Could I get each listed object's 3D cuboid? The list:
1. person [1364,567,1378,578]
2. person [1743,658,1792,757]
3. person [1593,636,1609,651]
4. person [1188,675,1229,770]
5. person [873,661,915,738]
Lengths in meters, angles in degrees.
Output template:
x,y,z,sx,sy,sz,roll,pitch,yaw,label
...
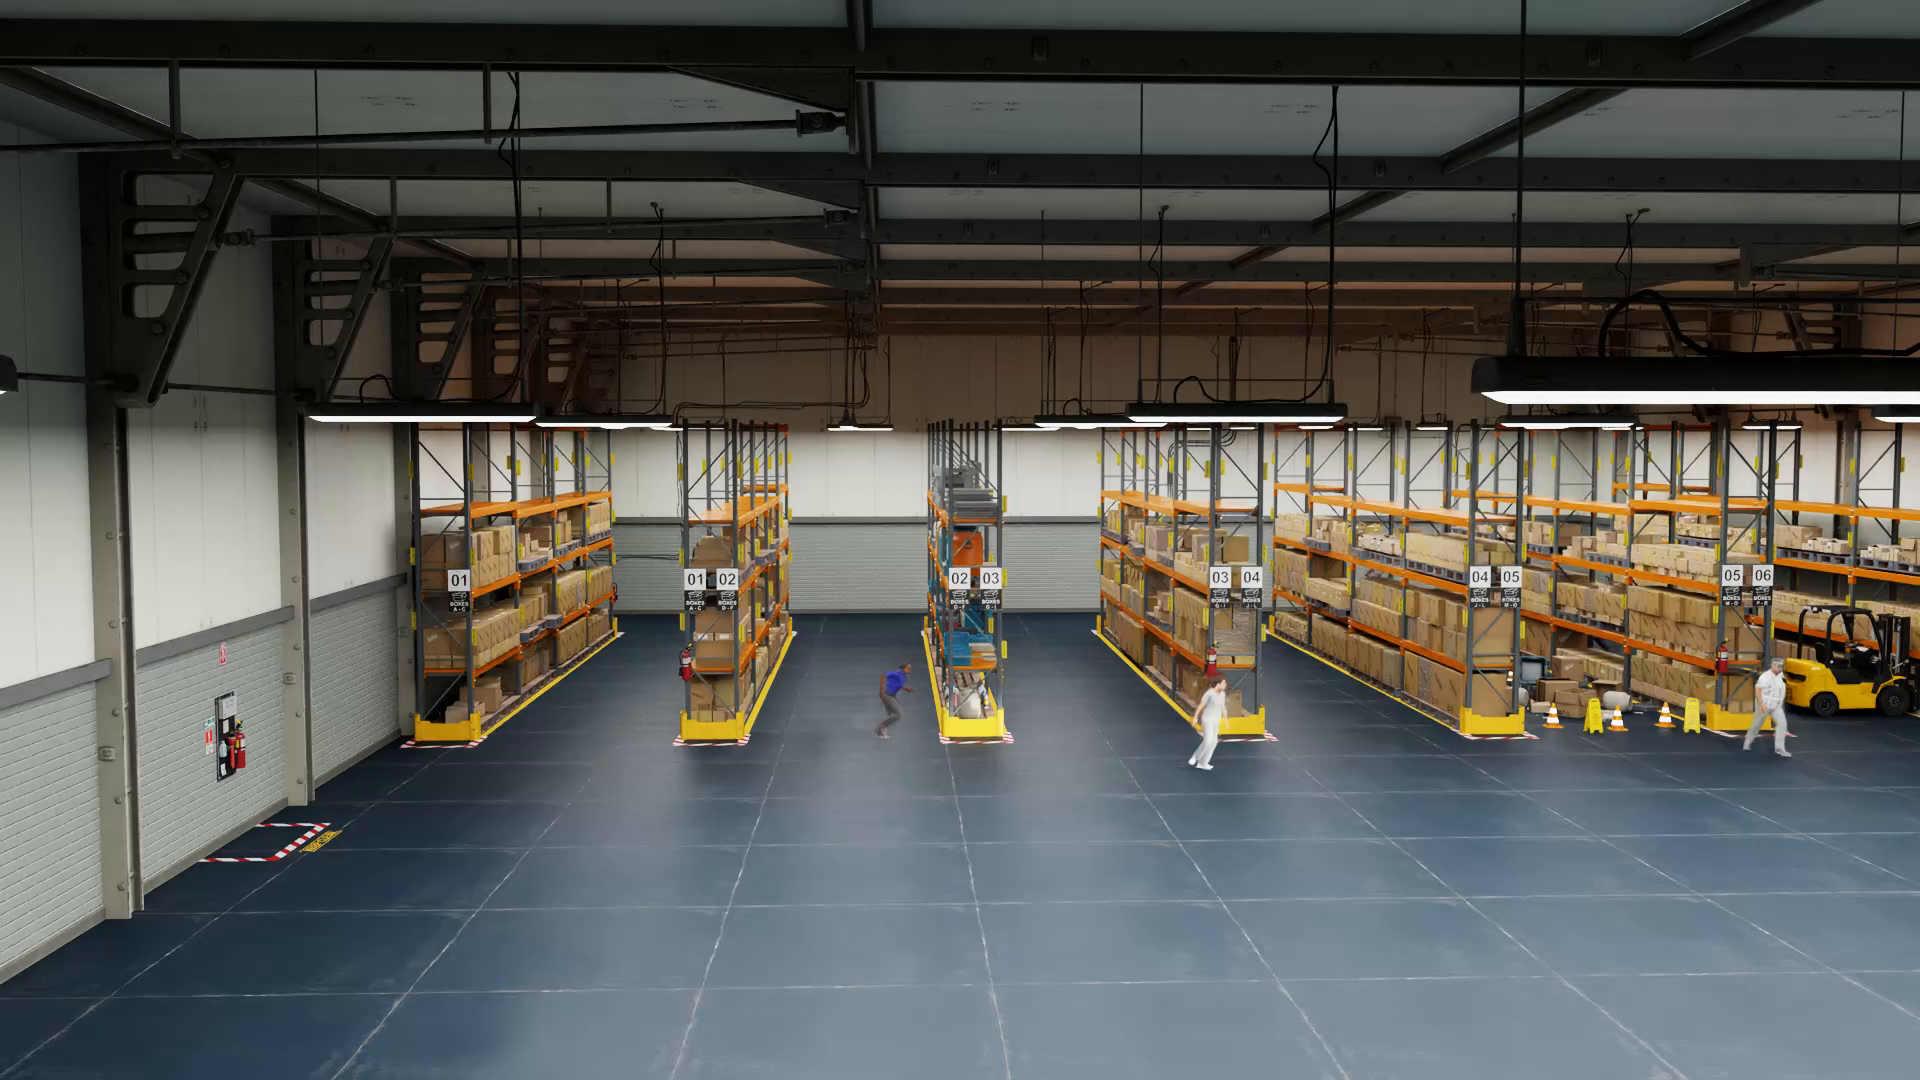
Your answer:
x,y,z,sx,sy,sz,roll,pitch,yaw,label
12.358,1.601,49.966,1.067,1.768,0.702,-1,4,-19,person
14.388,2.935,29.545,0.670,1.716,0.914,-1,4,-20,person
16.597,2.184,43.495,0.522,1.540,0.745,-1,4,-21,person
4.238,3.097,28.325,0.615,1.632,0.525,-3,5,-36,person
-1.252,2.990,31.063,0.856,1.484,0.603,2,4,23,person
